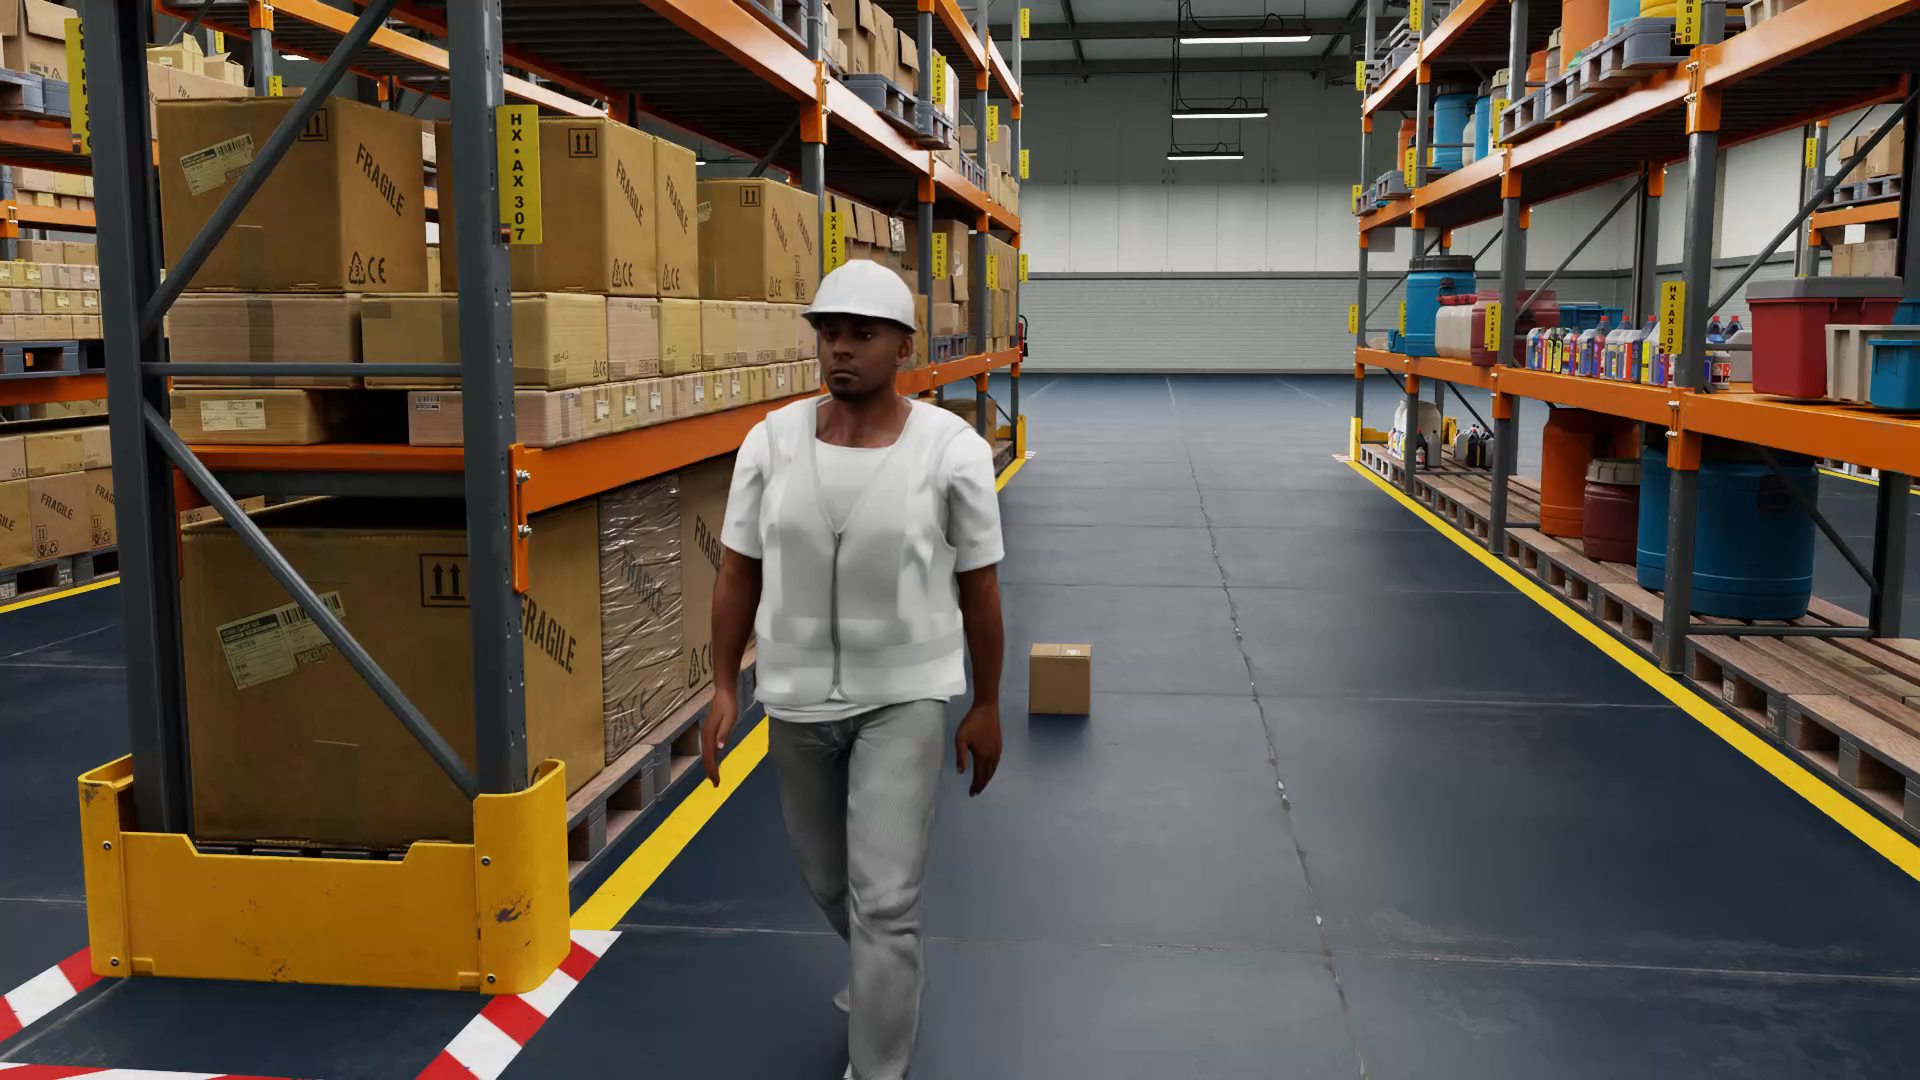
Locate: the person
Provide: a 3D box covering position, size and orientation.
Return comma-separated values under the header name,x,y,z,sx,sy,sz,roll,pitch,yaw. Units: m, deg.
name,x,y,z,sx,sy,sz,roll,pitch,yaw
person,-0.216,0.313,3.354,0.582,1.732,0.988,2,8,13
